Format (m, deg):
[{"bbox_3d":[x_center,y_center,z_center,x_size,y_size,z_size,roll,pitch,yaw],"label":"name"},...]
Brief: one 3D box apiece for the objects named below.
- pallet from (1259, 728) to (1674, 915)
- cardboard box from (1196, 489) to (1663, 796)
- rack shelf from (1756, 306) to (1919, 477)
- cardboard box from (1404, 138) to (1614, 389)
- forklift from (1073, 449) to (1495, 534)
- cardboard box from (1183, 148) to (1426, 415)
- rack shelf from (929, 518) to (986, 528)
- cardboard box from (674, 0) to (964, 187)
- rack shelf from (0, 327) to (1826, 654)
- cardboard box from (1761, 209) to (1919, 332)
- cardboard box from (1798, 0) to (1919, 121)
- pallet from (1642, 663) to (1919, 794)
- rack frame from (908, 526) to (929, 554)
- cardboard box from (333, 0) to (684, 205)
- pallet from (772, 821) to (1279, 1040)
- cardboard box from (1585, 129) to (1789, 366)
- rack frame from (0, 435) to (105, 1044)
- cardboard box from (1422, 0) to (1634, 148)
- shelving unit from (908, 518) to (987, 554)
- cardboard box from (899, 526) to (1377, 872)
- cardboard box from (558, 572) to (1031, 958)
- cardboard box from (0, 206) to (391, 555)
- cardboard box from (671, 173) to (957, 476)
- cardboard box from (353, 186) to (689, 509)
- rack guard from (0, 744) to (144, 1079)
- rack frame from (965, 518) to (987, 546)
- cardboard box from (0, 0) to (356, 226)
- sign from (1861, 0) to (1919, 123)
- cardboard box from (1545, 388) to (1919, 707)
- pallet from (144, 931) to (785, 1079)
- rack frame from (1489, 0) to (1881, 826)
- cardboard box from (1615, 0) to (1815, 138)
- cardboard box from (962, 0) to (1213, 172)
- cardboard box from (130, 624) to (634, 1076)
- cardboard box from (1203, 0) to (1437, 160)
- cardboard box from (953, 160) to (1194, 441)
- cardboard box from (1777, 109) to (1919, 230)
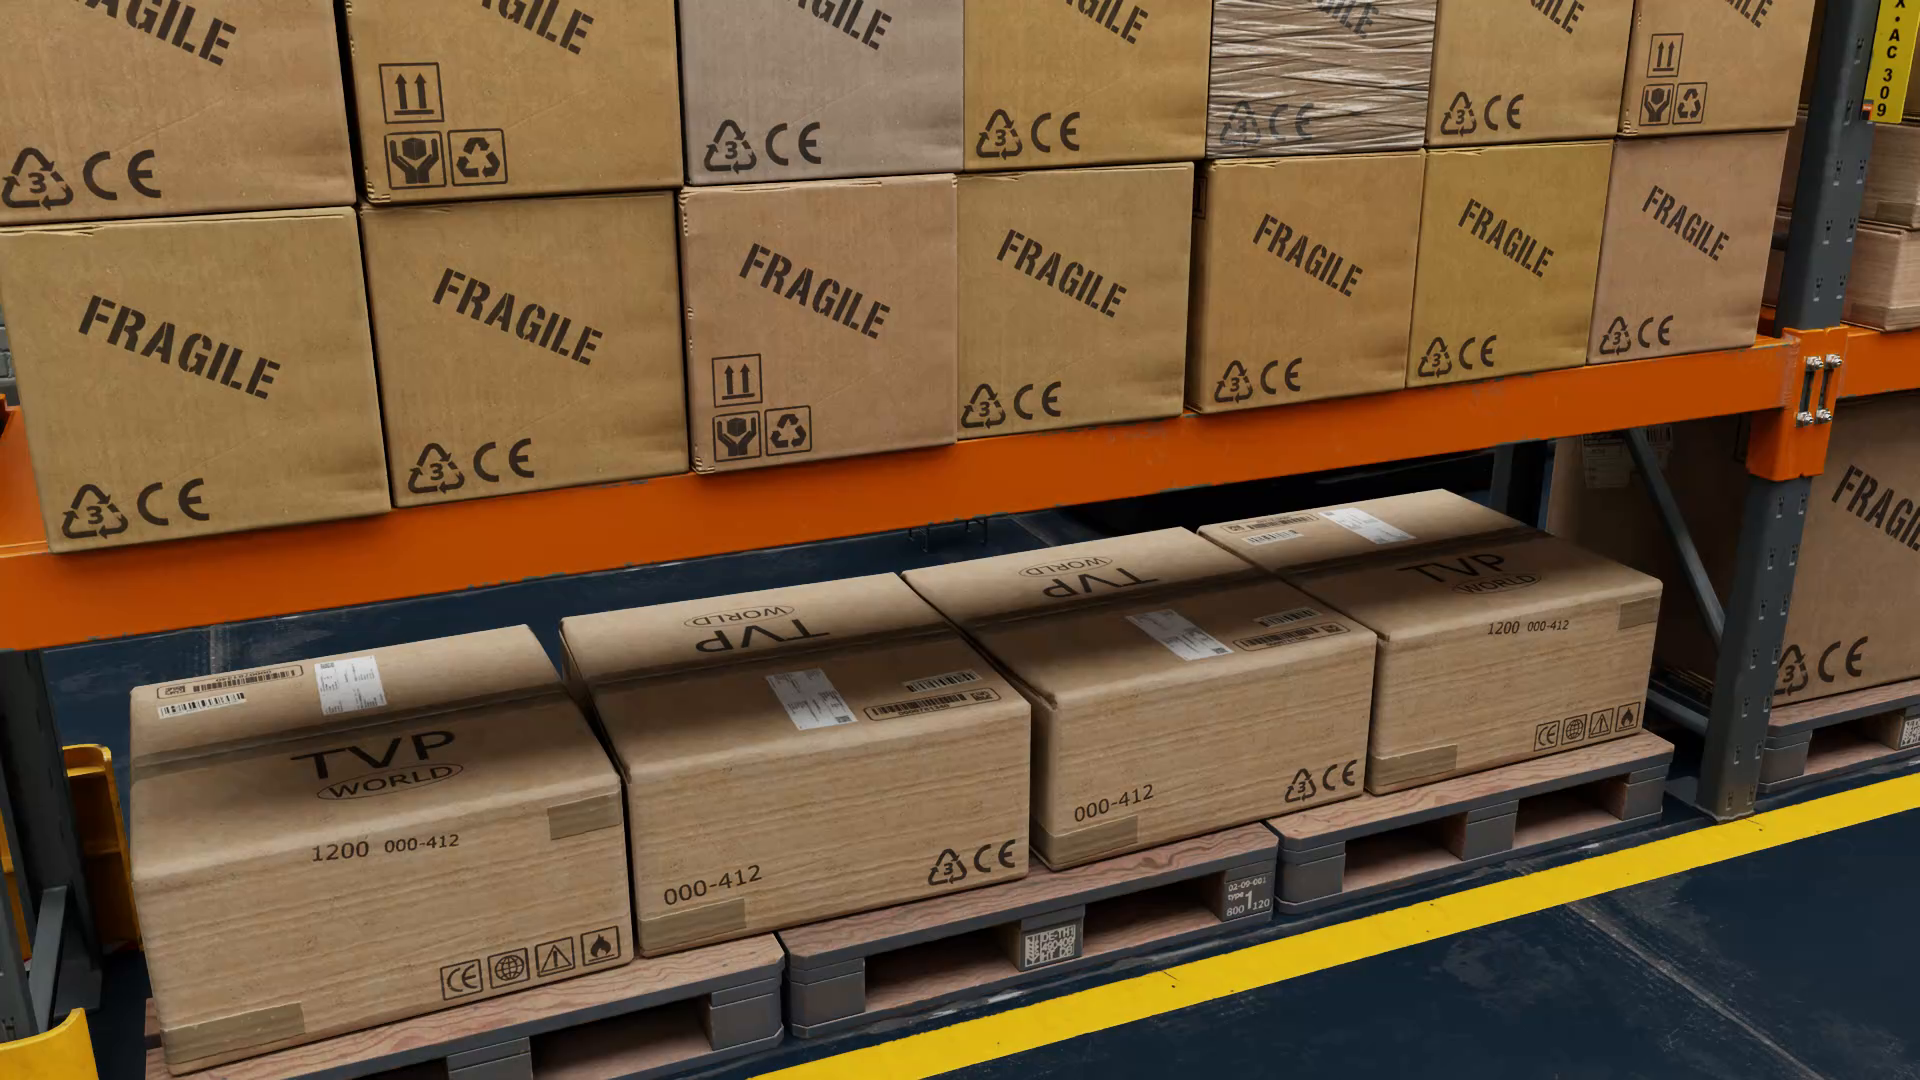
[{"bbox_3d":[1.130,0.569,4.588,1.213,0.211,1.003,-8,21,-22],"label":"pallet"},{"bbox_3d":[1.240,0.238,4.555,0.875,0.438,0.875,-8,21,-23],"label":"cardboard box"},{"bbox_3d":[3.695,-0.746,5.208,4.000,0.370,1.077,-8,21,-22],"label":"rack shelf"},{"bbox_3d":[1.064,-0.661,3.733,0.500,0.500,0.500,-9,21,-23],"label":"cardboard box"},{"bbox_3d":[1.740,-1.717,6.985,3.031,2.935,1.130,-10,22,-27],"label":"forklift"},{"bbox_3d":[0.608,-0.591,3.532,0.500,0.500,0.500,-8,21,-23],"label":"cardboard box"},{"bbox_3d":[-0.049,-0.216,6.423,0.240,0.259,0.215,-8,21,-22],"label":"rack shelf"},{"bbox_3d":[-0.319,-0.931,2.995,0.500,0.500,0.500,-8,21,-22],"label":"cardboard box"},{"bbox_3d":[0.022,-0.220,3.714,4.000,0.370,1.077,-8,21,-22],"label":"rack shelf"},{"bbox_3d":[2.367,-0.729,4.302,0.500,0.250,0.500,-9,21,-23],"label":"cardboard box"},{"bbox_3d":[2.377,-1.311,4.074,0.500,0.500,0.500,-8,21,-21],"label":"cardboard box"},{"bbox_3d":[2.537,0.368,5.158,1.213,0.211,1.003,-8,21,-22],"label":"pallet"},{"bbox_3d":[-0.161,-0.472,6.282,0.008,1.050,0.200,-8,21,-22],"label":"rack frame"},{"bbox_3d":[-0.789,-0.861,2.796,0.500,0.500,0.500,-9,21,-23],"label":"cardboard box"},{"bbox_3d":[0.008,0.731,4.129,1.213,0.211,1.003,-8,21,-22],"label":"pallet"},{"bbox_3d":[1.534,-0.731,3.930,0.500,0.500,0.500,-8,21,-21],"label":"cardboard box"},{"bbox_3d":[-1.814,-0.296,2.847,0.127,3.000,1.000,-8,21,-22],"label":"rack frame"},{"bbox_3d":[1.066,-1.131,3.561,0.500,0.500,0.500,-8,21,-23],"label":"cardboard box"},{"bbox_3d":[-0.049,-0.488,6.328,0.252,1.050,0.215,-8,21,-22],"label":"shelving unit"},{"bbox_3d":[0.418,0.356,4.220,0.875,0.438,0.875,-9,21,-24],"label":"cardboard box"},{"bbox_3d":[-0.411,0.474,3.885,0.875,0.438,0.875,-8,21,-20],"label":"cardboard box"},{"bbox_3d":[-1.260,-0.319,2.761,0.500,0.500,0.500,-8,21,-22],"label":"cardboard box"},{"bbox_3d":[-0.332,-0.455,3.148,0.500,0.500,0.500,-8,21,-22],"label":"cardboard box"},{"bbox_3d":[-0.806,-0.394,2.974,0.500,0.500,0.500,-8,21,-23],"label":"cardboard box"},{"bbox_3d":[-1.836,0.886,3.253,0.348,0.500,1.175,-8,21,-22],"label":"rack guard"},{"bbox_3d":[0.063,-0.504,6.373,0.008,1.050,0.200,-8,21,-22],"label":"rack frame"},{"bbox_3d":[-1.260,-0.791,2.597,0.500,0.500,0.500,-9,21,-23],"label":"cardboard box"},{"bbox_3d":[2.080,-1.099,3.704,0.005,0.325,0.100,-8,21,-22],"label":"sign"},{"bbox_3d":[2.396,-0.124,4.925,0.875,0.875,0.875,-7,21,-20],"label":"cardboard box"},{"bbox_3d":[-1.111,0.890,3.676,1.213,0.211,1.003,-8,21,-22],"label":"pallet"},{"bbox_3d":[1.859,-0.822,4.341,0.127,3.000,1.000,-8,21,-22],"label":"rack frame"},{"bbox_3d":[1.535,-1.195,3.743,0.500,0.500,0.500,-8,21,-22],"label":"cardboard box"},{"bbox_3d":[0.138,-0.997,3.182,0.500,0.500,0.500,-8,21,-22],"label":"cardboard box"},{"bbox_3d":[-1.248,0.597,3.536,0.875,0.438,0.875,-9,21,-24],"label":"cardboard box"},{"bbox_3d":[0.602,-1.061,3.362,0.500,0.500,0.500,-8,21,-21],"label":"cardboard box"},{"bbox_3d":[0.121,-0.526,3.350,0.500,0.500,0.500,-7,21,-20],"label":"cardboard box"},{"bbox_3d":[2.375,-0.959,4.203,0.500,0.250,0.500,-9,21,-23],"label":"cardboard box"}]
